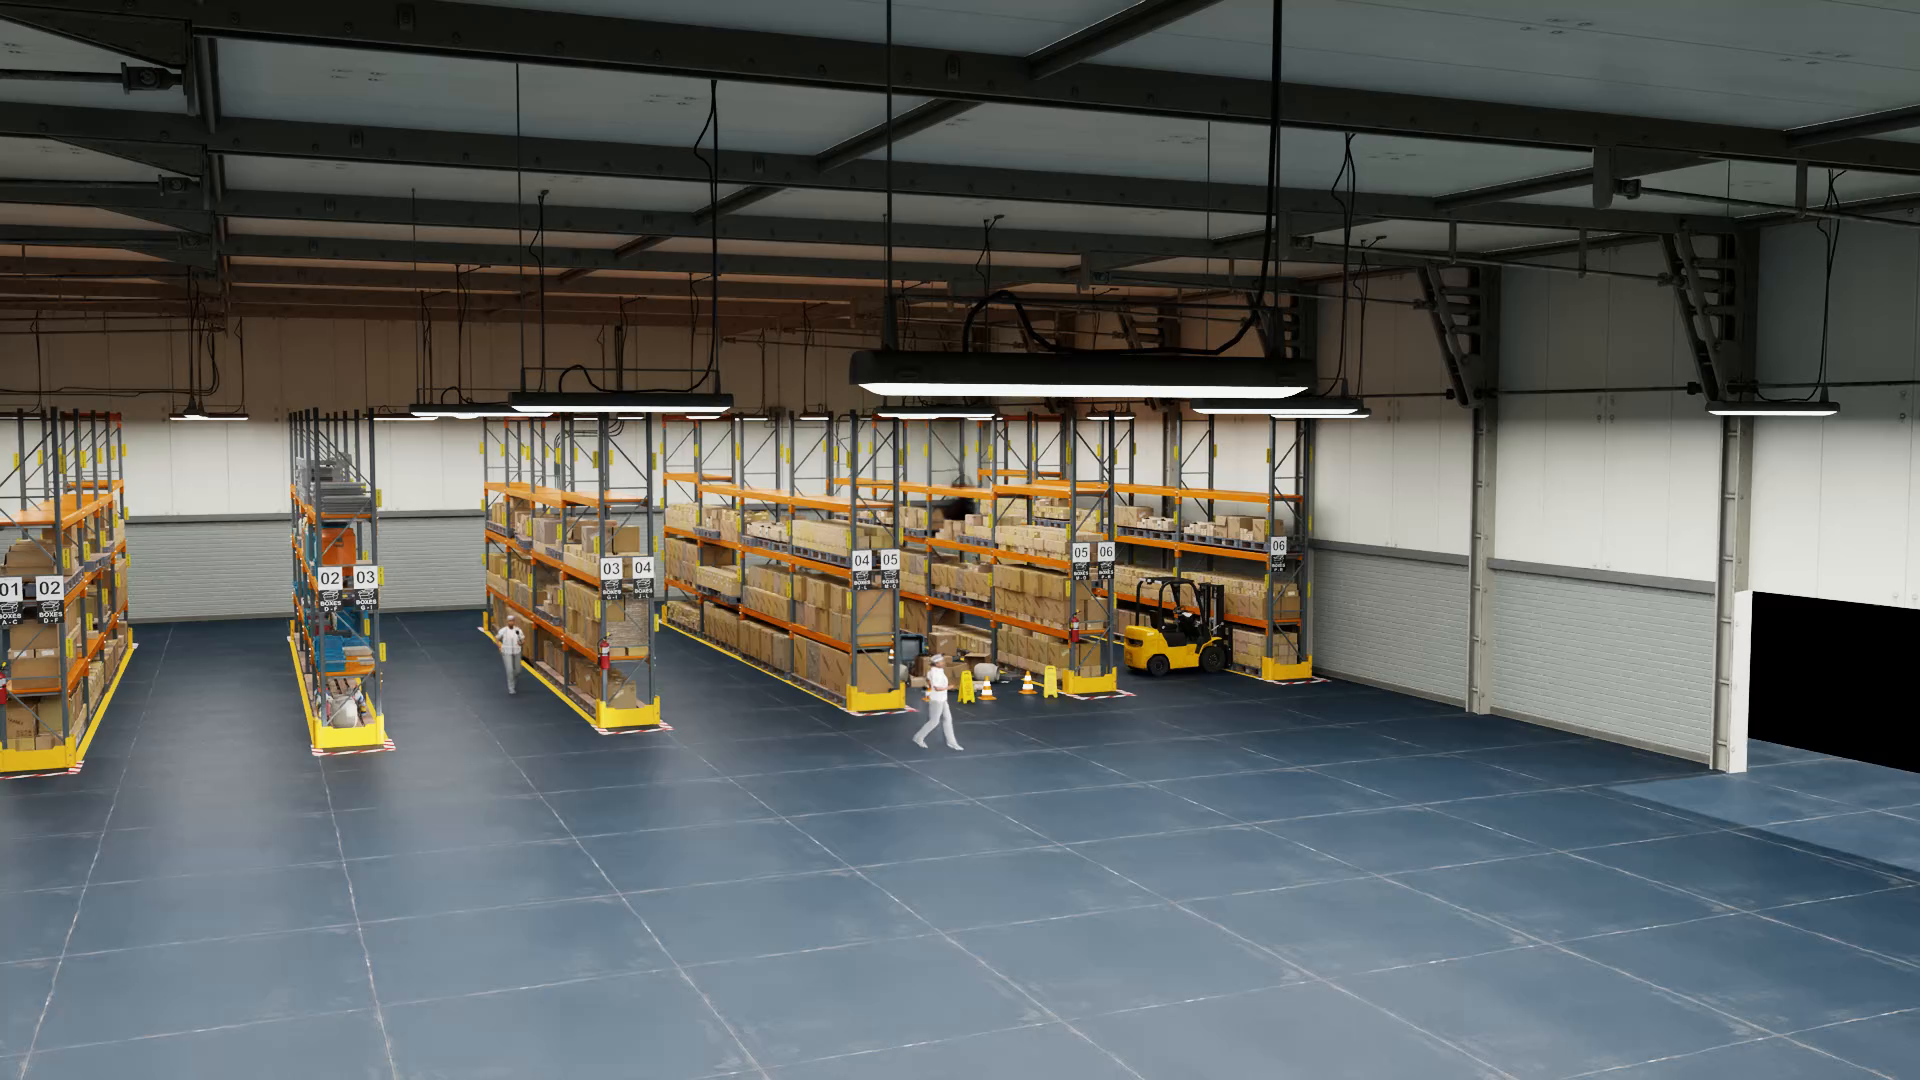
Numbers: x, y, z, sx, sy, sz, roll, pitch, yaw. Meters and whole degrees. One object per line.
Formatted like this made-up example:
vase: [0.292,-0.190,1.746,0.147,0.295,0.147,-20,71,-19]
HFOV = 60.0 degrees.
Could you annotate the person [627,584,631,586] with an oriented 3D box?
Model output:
person: [-9.593,1.595,47.051,0.611,1.629,0.625,0,4,6]

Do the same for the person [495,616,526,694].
person: [-9.560,2.428,35.417,0.620,1.623,0.843,-2,4,-27]

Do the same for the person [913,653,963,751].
person: [-0.391,2.824,29.005,0.871,1.724,0.570,1,4,9]

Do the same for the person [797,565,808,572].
person: [-4.748,1.310,50.984,0.945,1.691,0.636,-1,4,-14]
